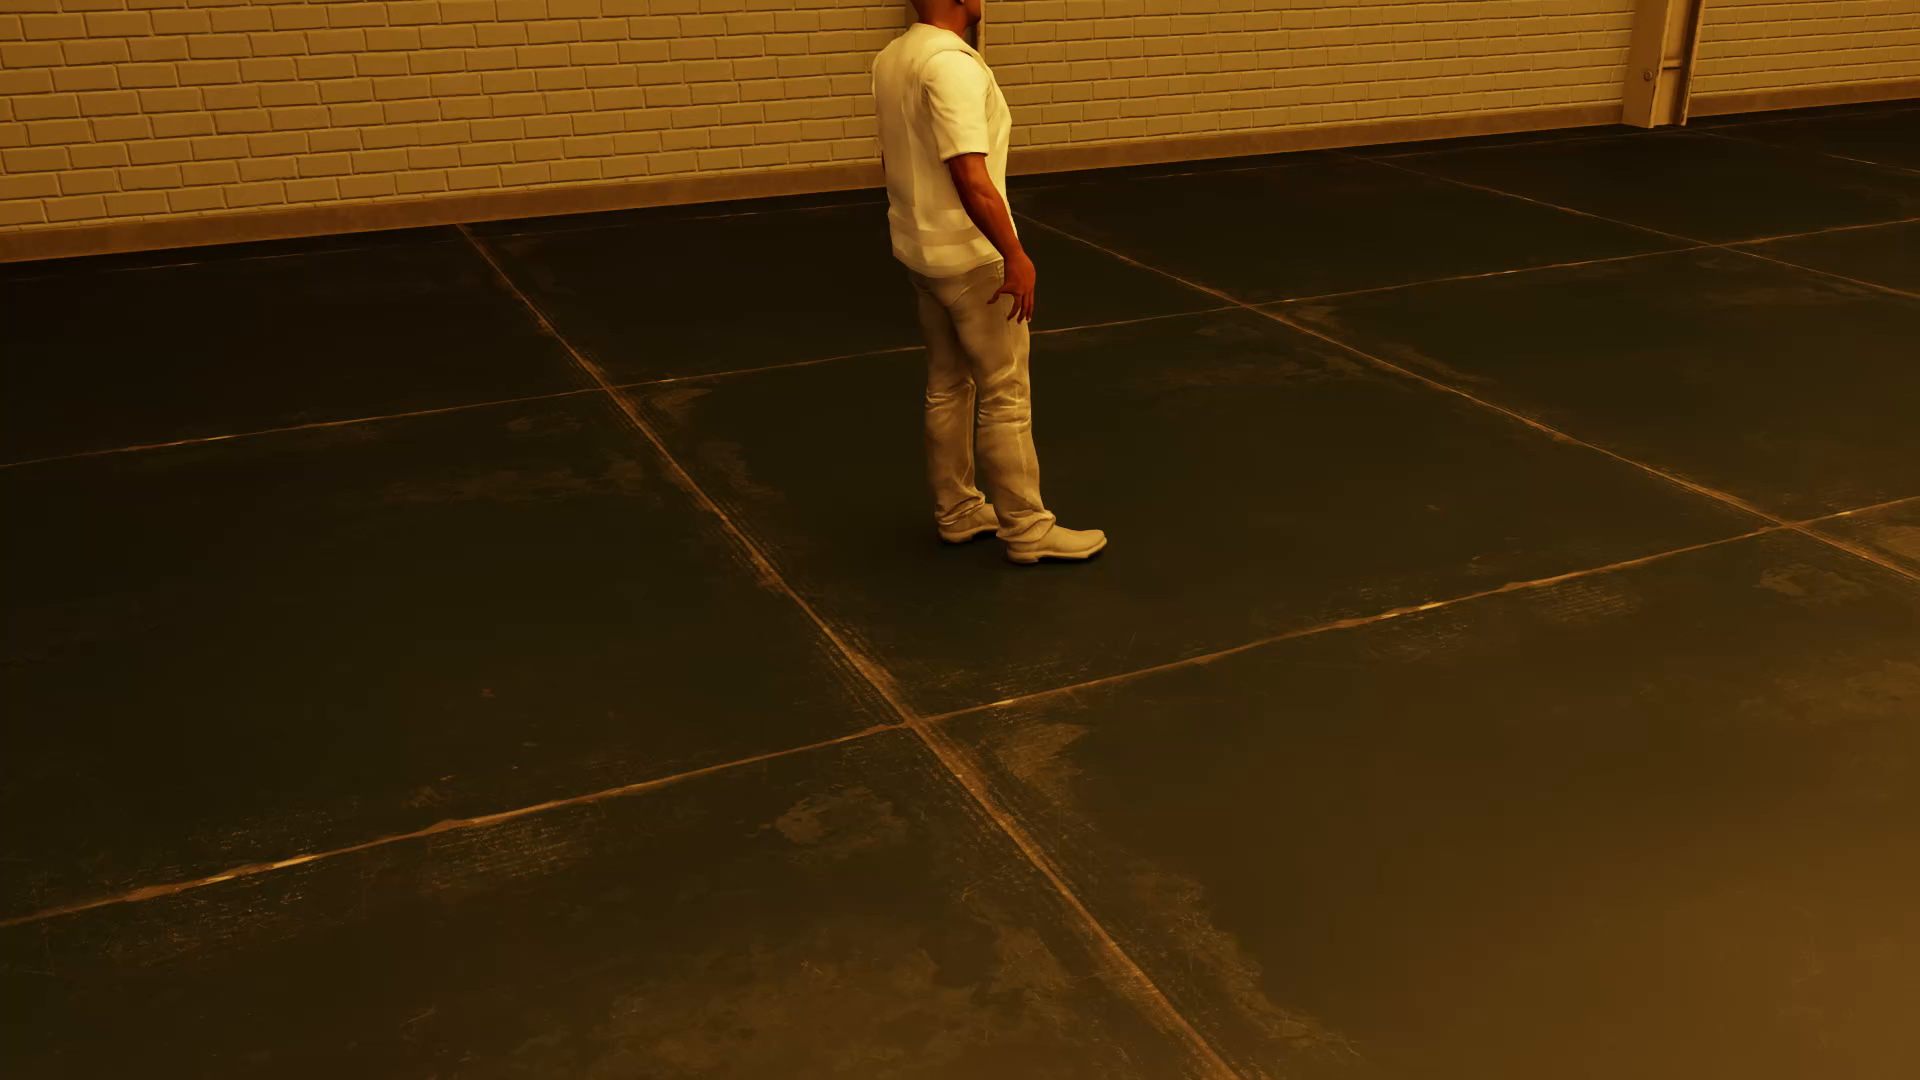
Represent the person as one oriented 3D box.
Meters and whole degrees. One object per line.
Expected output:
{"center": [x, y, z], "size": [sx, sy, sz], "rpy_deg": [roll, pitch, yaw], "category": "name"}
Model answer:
{"center": [0.065, -0.831, 4.787], "size": [0.577, 1.765, 0.665], "rpy_deg": [-10, 25, -23], "category": "person"}
